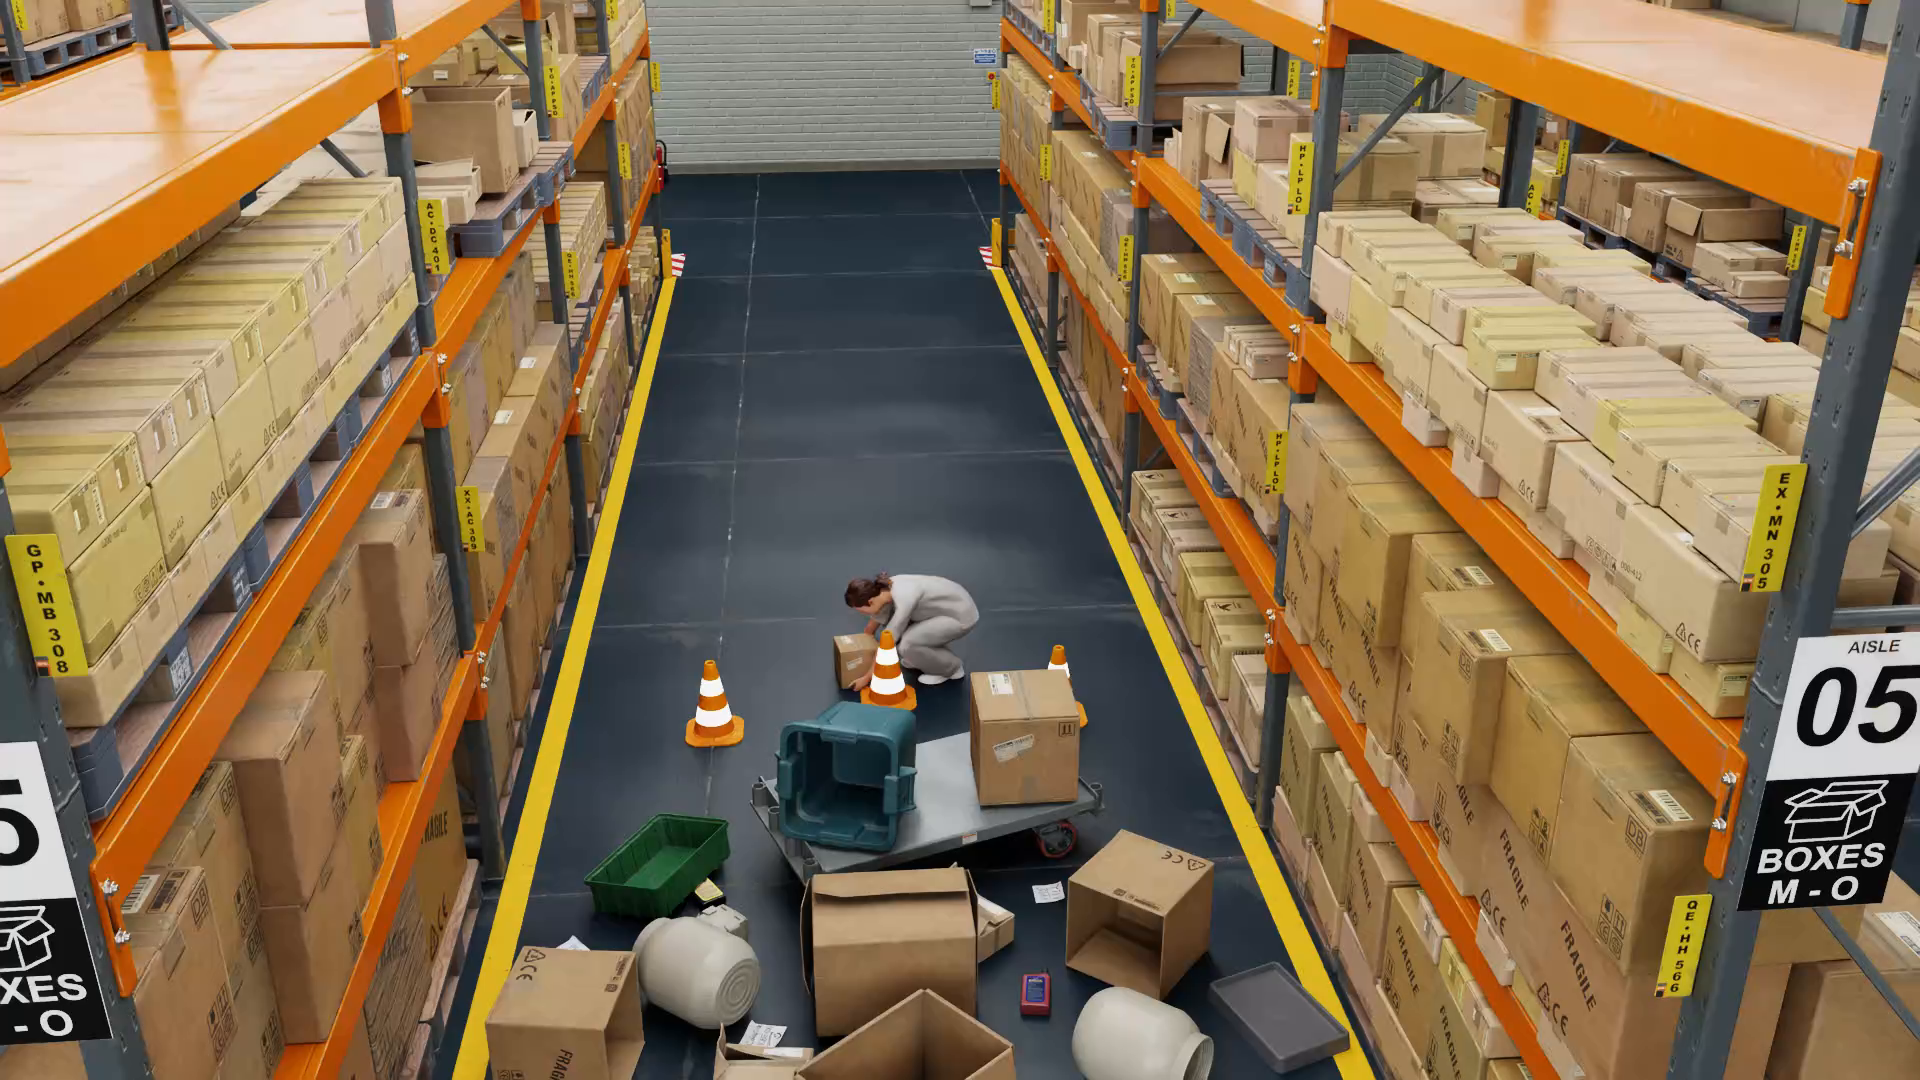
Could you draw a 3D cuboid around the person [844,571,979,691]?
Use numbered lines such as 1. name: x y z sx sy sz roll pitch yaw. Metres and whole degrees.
1. person: -0.304 0.575 10.333 0.854 0.751 0.466 -6 25 -14
